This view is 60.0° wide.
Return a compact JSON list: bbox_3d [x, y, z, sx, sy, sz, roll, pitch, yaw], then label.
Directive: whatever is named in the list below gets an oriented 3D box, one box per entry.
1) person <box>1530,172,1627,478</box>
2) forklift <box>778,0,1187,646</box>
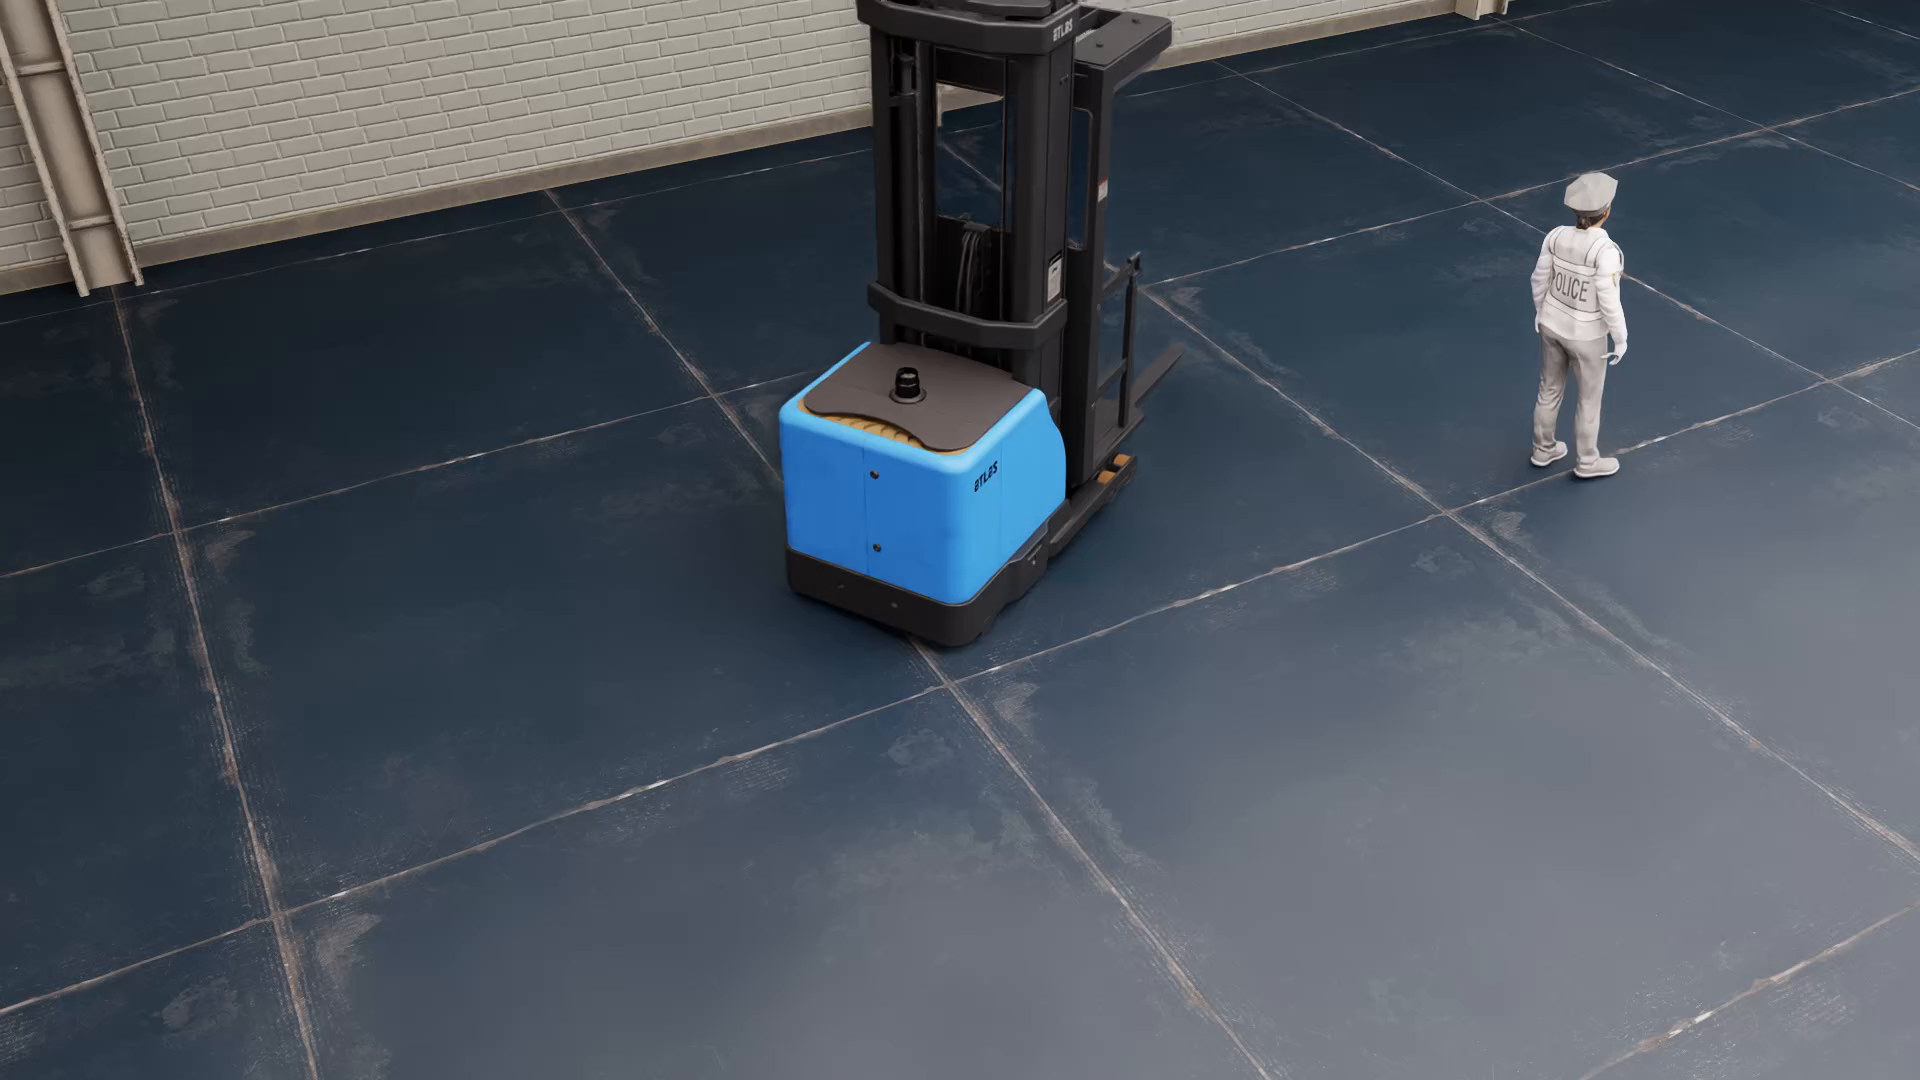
[{"bbox_3d":[3.291,-1.132,8.787,0.528,1.698,0.580,-21,40,-27],"label":"person"},{"bbox_3d":[0.312,-1.523,8.278,1.130,2.935,3.031,18,39,24],"label":"forklift"}]
